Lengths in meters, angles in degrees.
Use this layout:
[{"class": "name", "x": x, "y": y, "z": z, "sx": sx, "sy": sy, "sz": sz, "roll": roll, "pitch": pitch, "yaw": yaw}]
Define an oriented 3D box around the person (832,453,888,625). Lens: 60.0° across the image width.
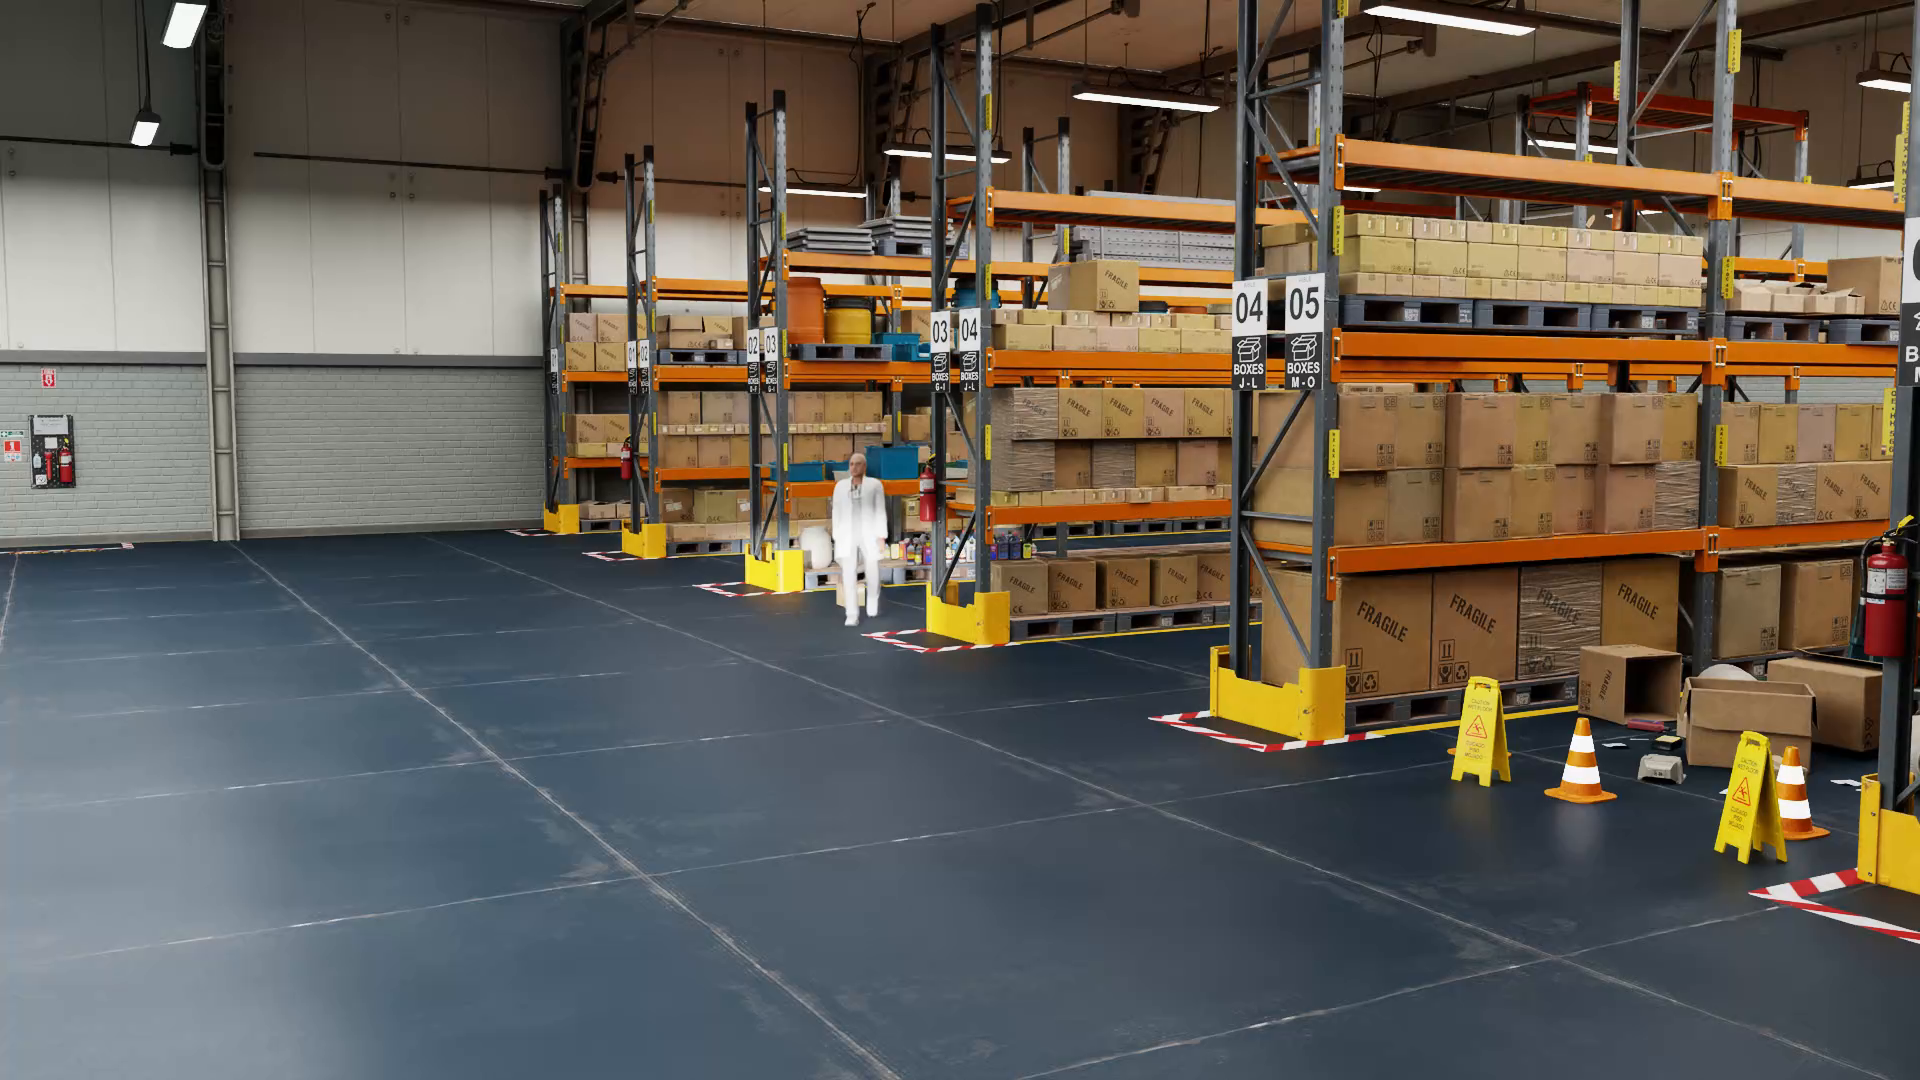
[{"class": "person", "x": -1.038, "y": -0.021, "z": 17.227, "sx": 0.587, "sy": 1.757, "sz": 0.829, "roll": 0, "pitch": 5, "yaw": 3}]
